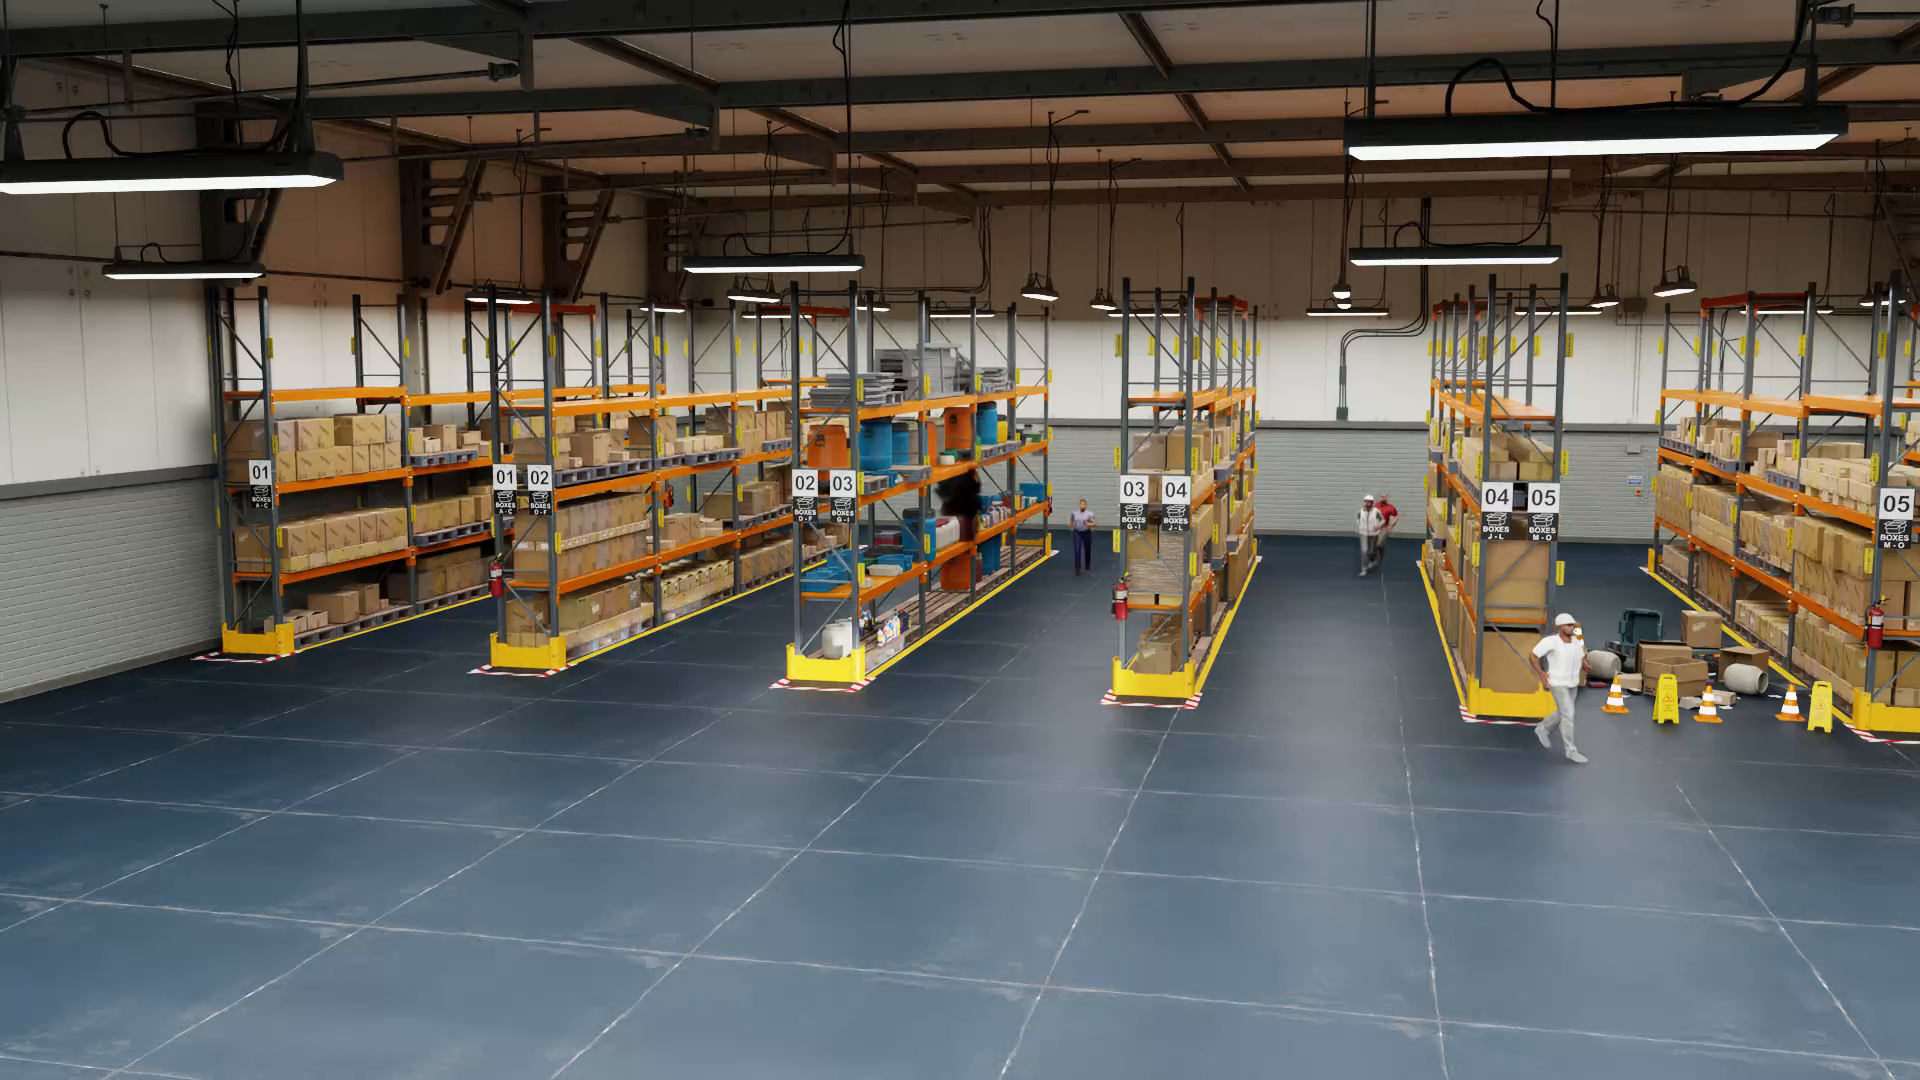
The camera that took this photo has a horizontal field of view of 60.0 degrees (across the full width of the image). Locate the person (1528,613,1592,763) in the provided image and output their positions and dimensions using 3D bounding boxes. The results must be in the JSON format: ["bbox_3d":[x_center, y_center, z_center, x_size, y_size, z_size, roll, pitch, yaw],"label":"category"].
[{"bbox_3d":[7.376,1.772,20.370,0.710,1.763,0.918,-4,7,-29],"label":"person"}]

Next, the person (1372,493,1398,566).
[{"bbox_3d":[9.694,-0.231,38.366,0.690,1.689,0.519,5,8,37],"label":"person"}]

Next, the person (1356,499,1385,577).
[{"bbox_3d":[9.116,-0.089,36.973,0.660,1.743,0.820,3,7,21],"label":"person"}]

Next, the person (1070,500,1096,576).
[{"bbox_3d":[2.725,-0.078,36.980,0.603,1.643,0.921,1,7,7],"label":"person"}]
